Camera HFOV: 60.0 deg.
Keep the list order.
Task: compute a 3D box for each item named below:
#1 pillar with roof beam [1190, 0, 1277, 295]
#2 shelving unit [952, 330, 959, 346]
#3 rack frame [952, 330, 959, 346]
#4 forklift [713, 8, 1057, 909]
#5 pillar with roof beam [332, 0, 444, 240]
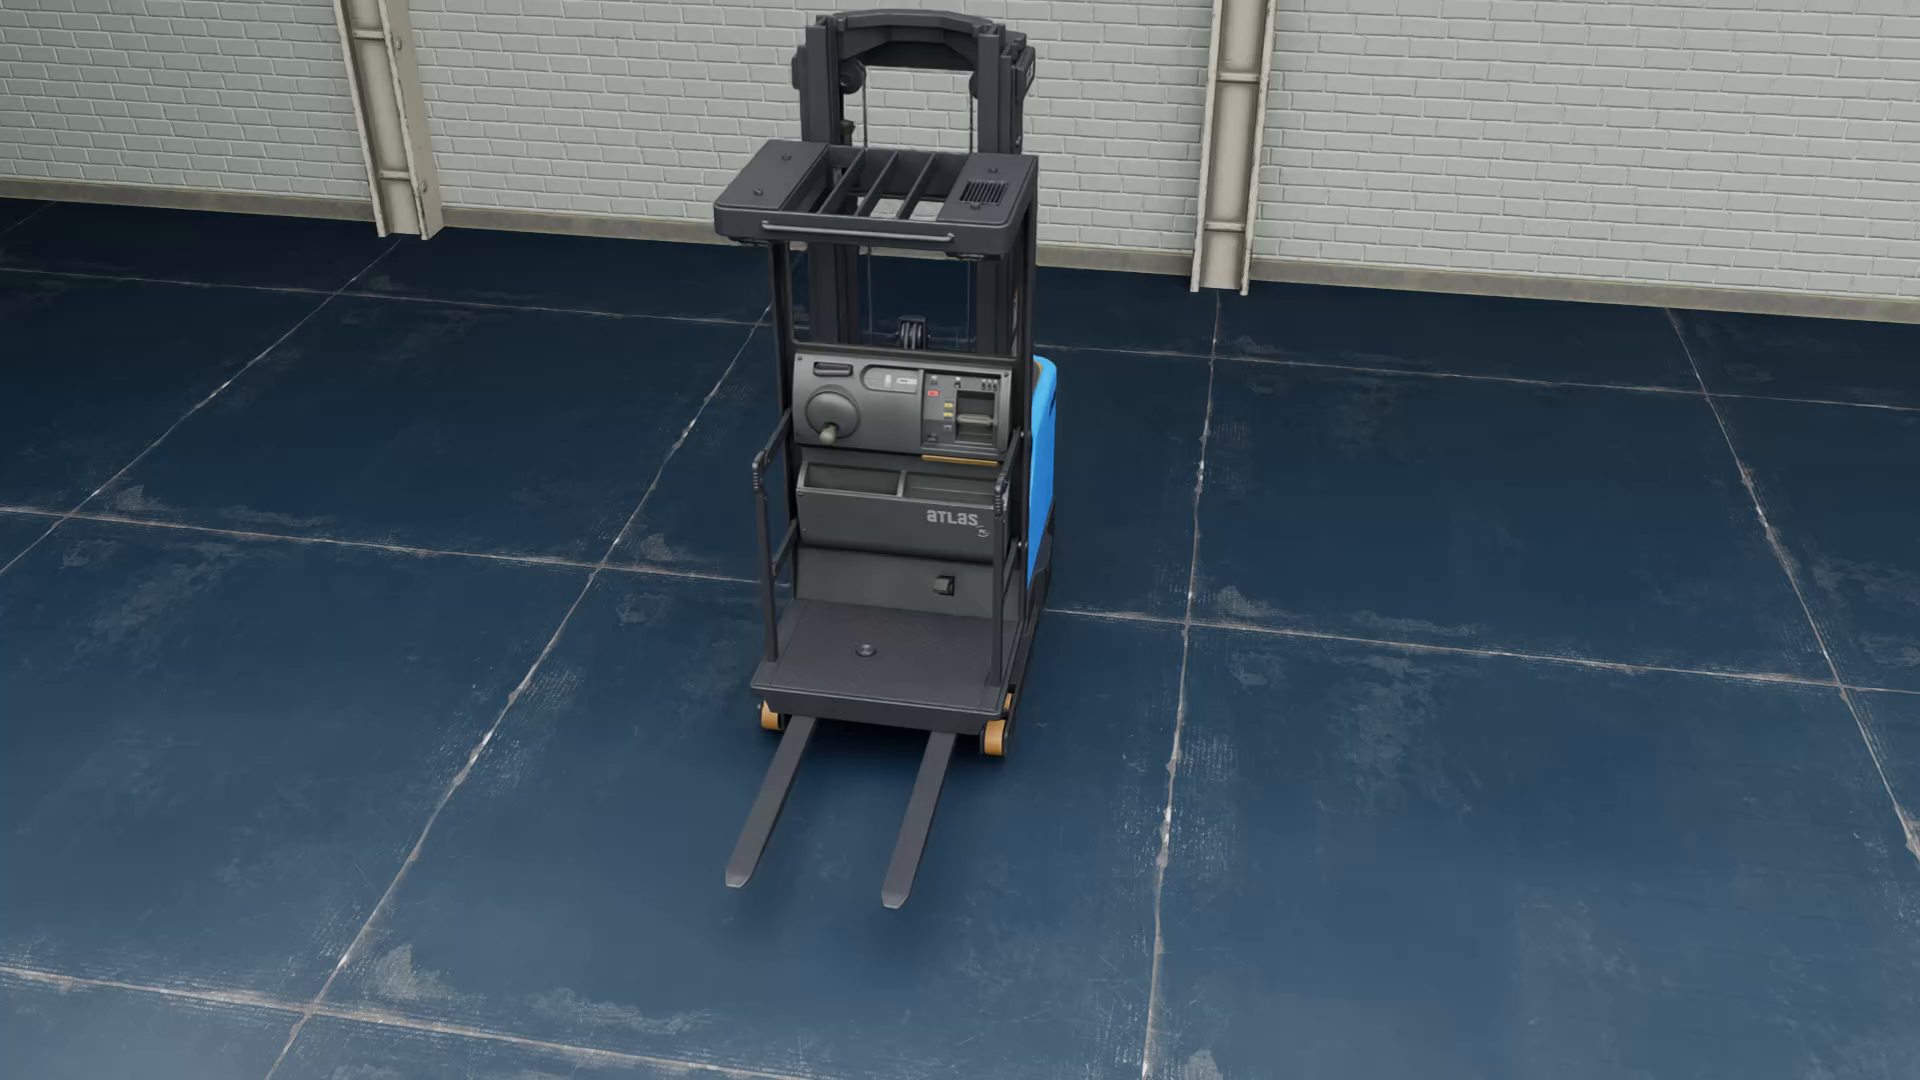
[{"bbox_3d":[1.087,-3.345,5.612,0.400,9.000,9.100,5,32,8],"label":"pillar with roof beam"},{"bbox_3d":[0.094,-0.562,8.658,0.252,1.050,0.215,6,32,9],"label":"shelving unit"},{"bbox_3d":[-0.026,-0.573,8.676,0.008,1.050,0.200,6,32,9],"label":"rack frame"},{"bbox_3d":[-0.282,-0.512,6.805,1.130,2.935,3.031,6,32,9],"label":"forklift"},{"bbox_3d":[-4.827,-3.881,6.468,0.400,9.000,9.100,5,32,8],"label":"pillar with roof beam"}]
